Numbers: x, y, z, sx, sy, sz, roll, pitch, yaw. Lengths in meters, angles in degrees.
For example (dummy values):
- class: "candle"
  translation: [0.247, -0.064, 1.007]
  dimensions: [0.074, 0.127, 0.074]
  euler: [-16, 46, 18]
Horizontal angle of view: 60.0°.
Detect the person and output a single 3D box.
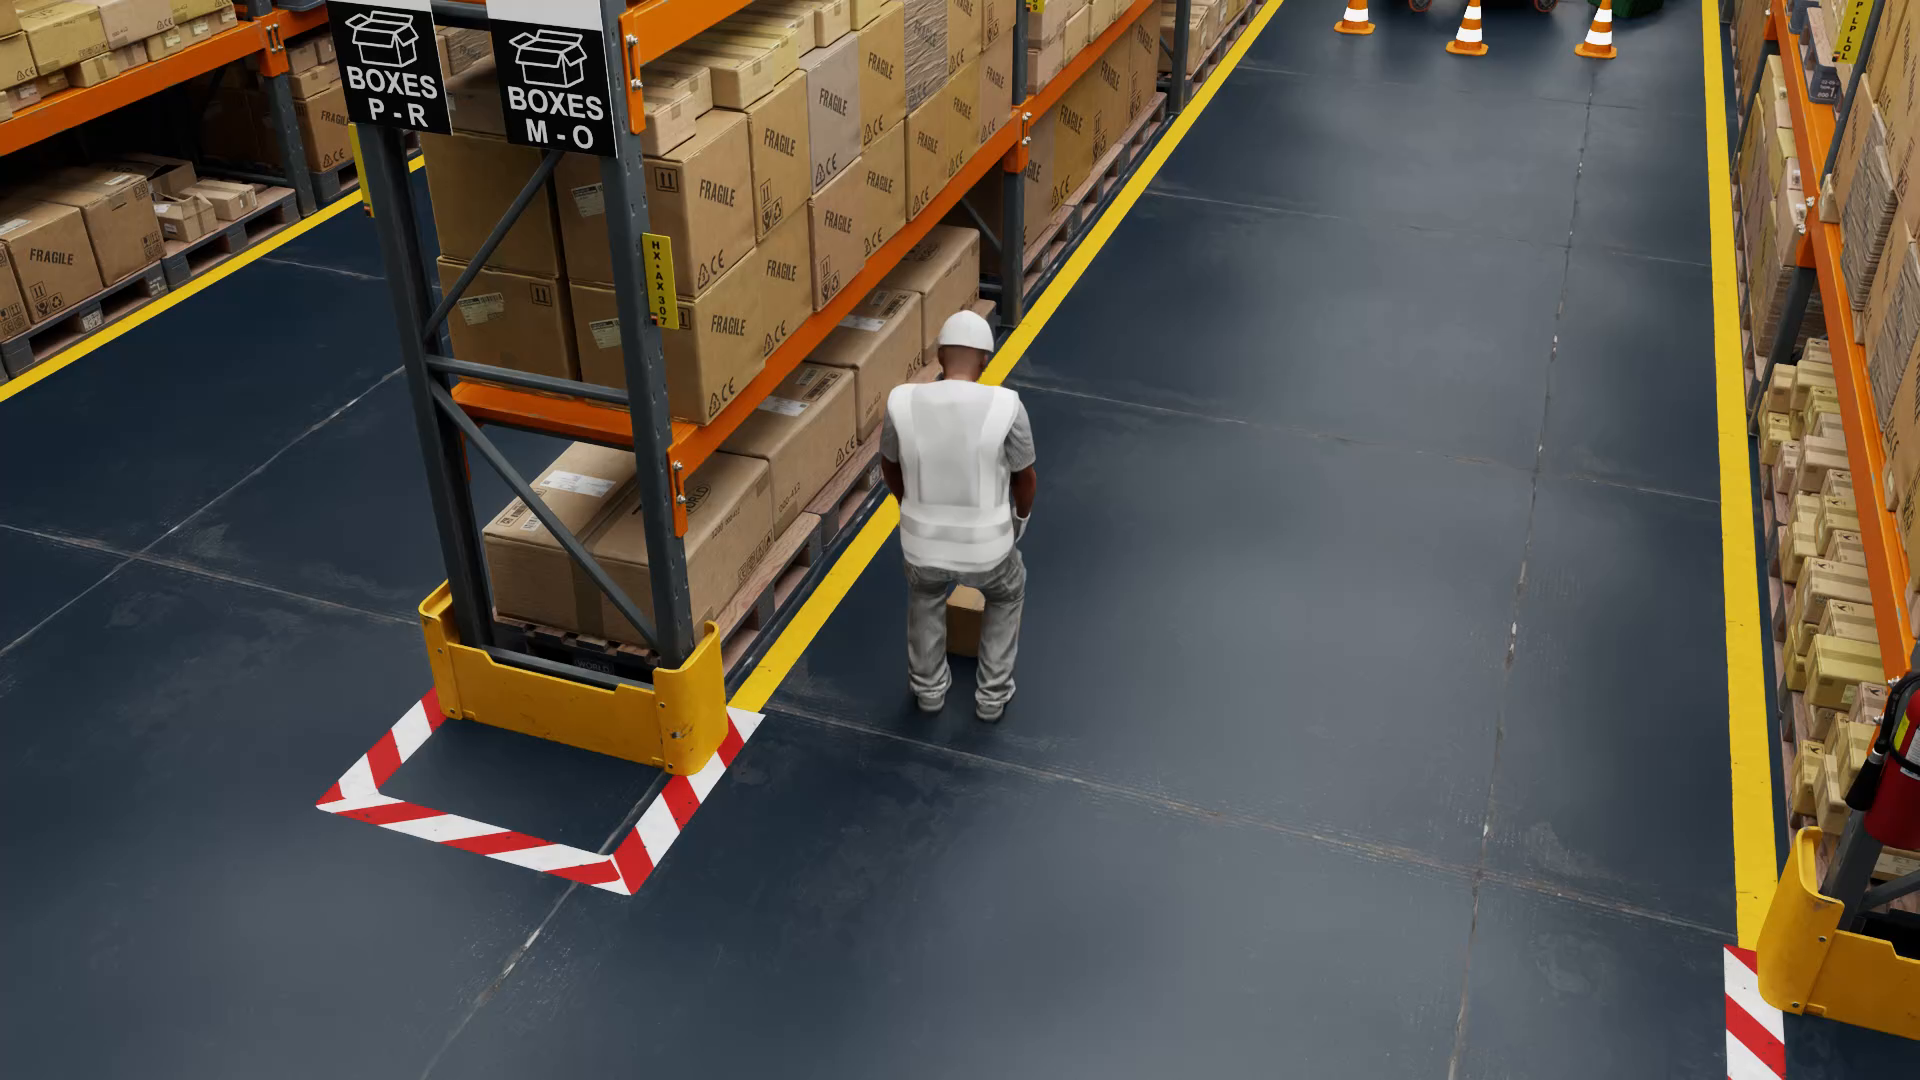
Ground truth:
- class: "person"
  translation: [-0.017, -0.053, 6.351]
  dimensions: [0.598, 1.624, 0.606]
  euler: [7, 34, 11]
